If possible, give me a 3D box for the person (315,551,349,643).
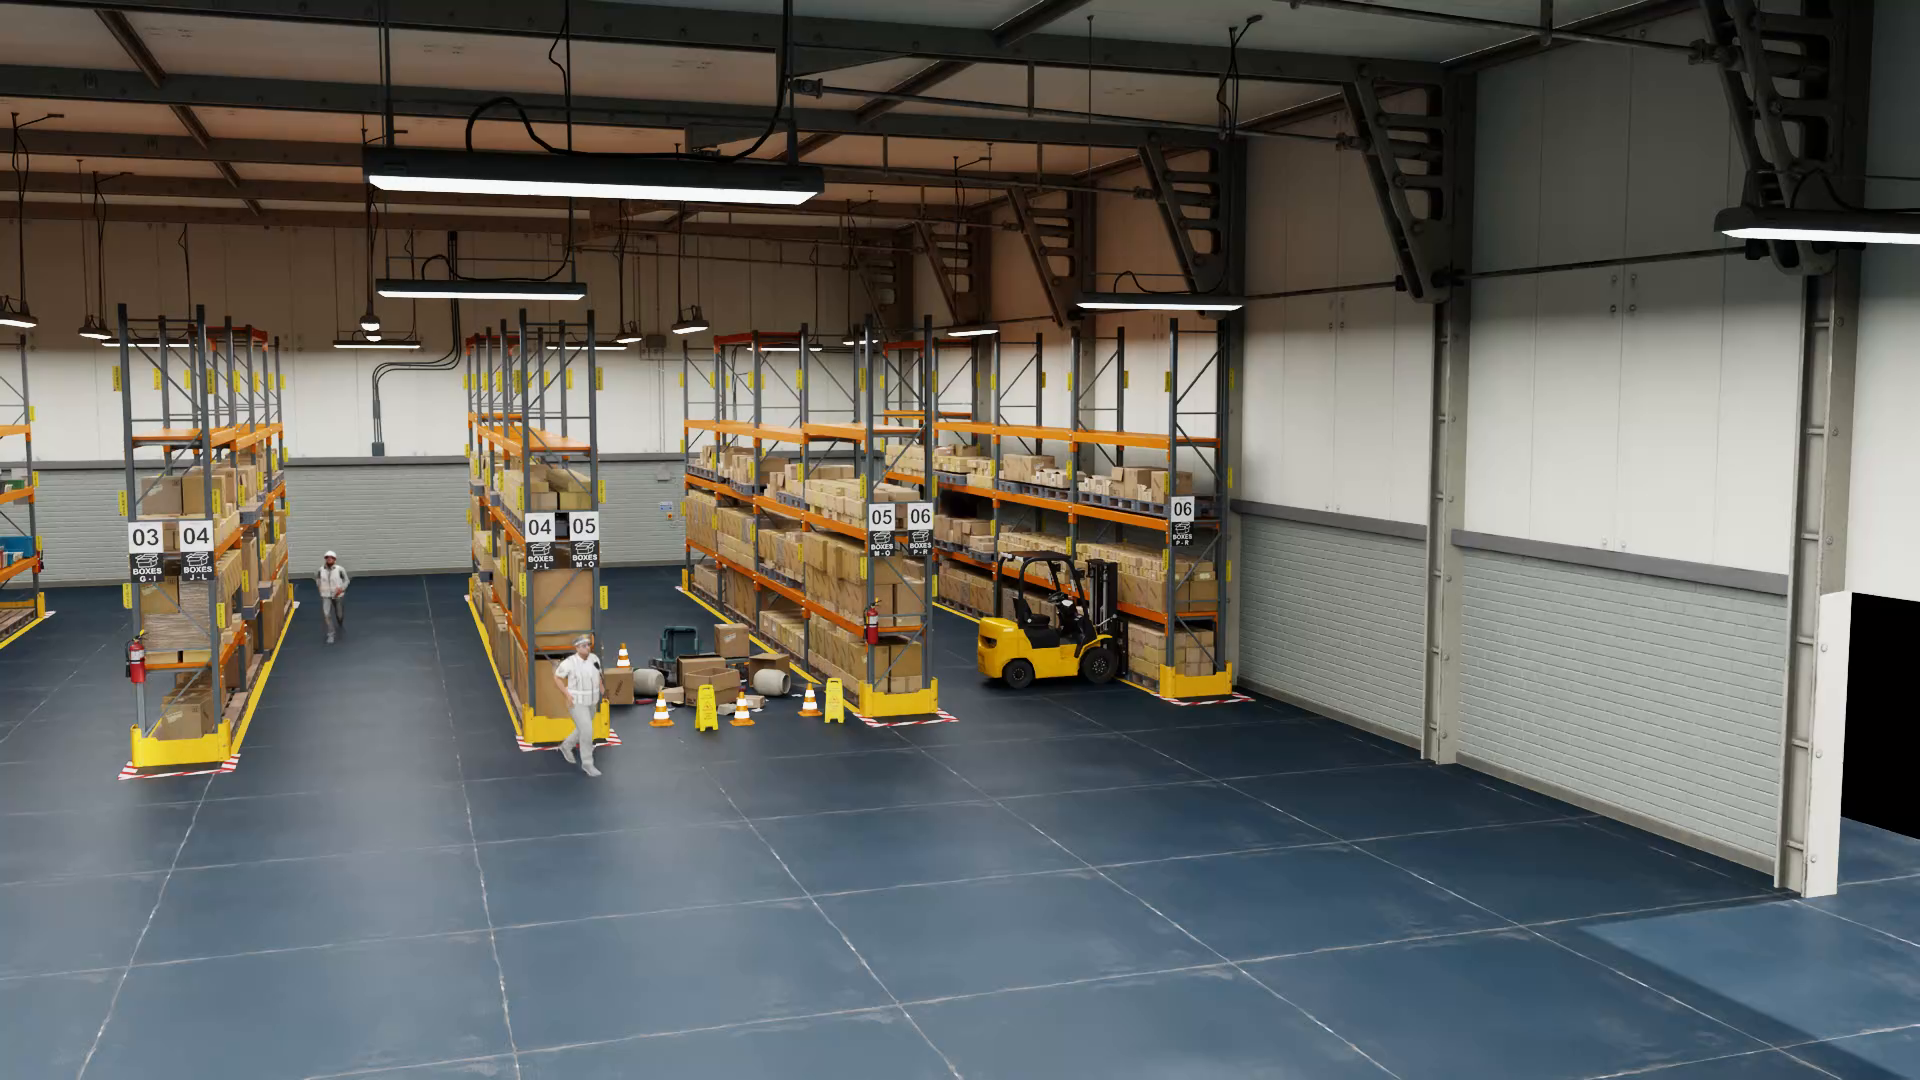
[{"bbox_3d":[-12.220,1.089,32.378,0.640,1.756,0.998,-2,6,-16],"label":"person"}]

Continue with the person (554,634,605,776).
[{"bbox_3d":[-4.894,2.100,21.420,0.849,1.825,0.657,4,7,36],"label":"person"}]
